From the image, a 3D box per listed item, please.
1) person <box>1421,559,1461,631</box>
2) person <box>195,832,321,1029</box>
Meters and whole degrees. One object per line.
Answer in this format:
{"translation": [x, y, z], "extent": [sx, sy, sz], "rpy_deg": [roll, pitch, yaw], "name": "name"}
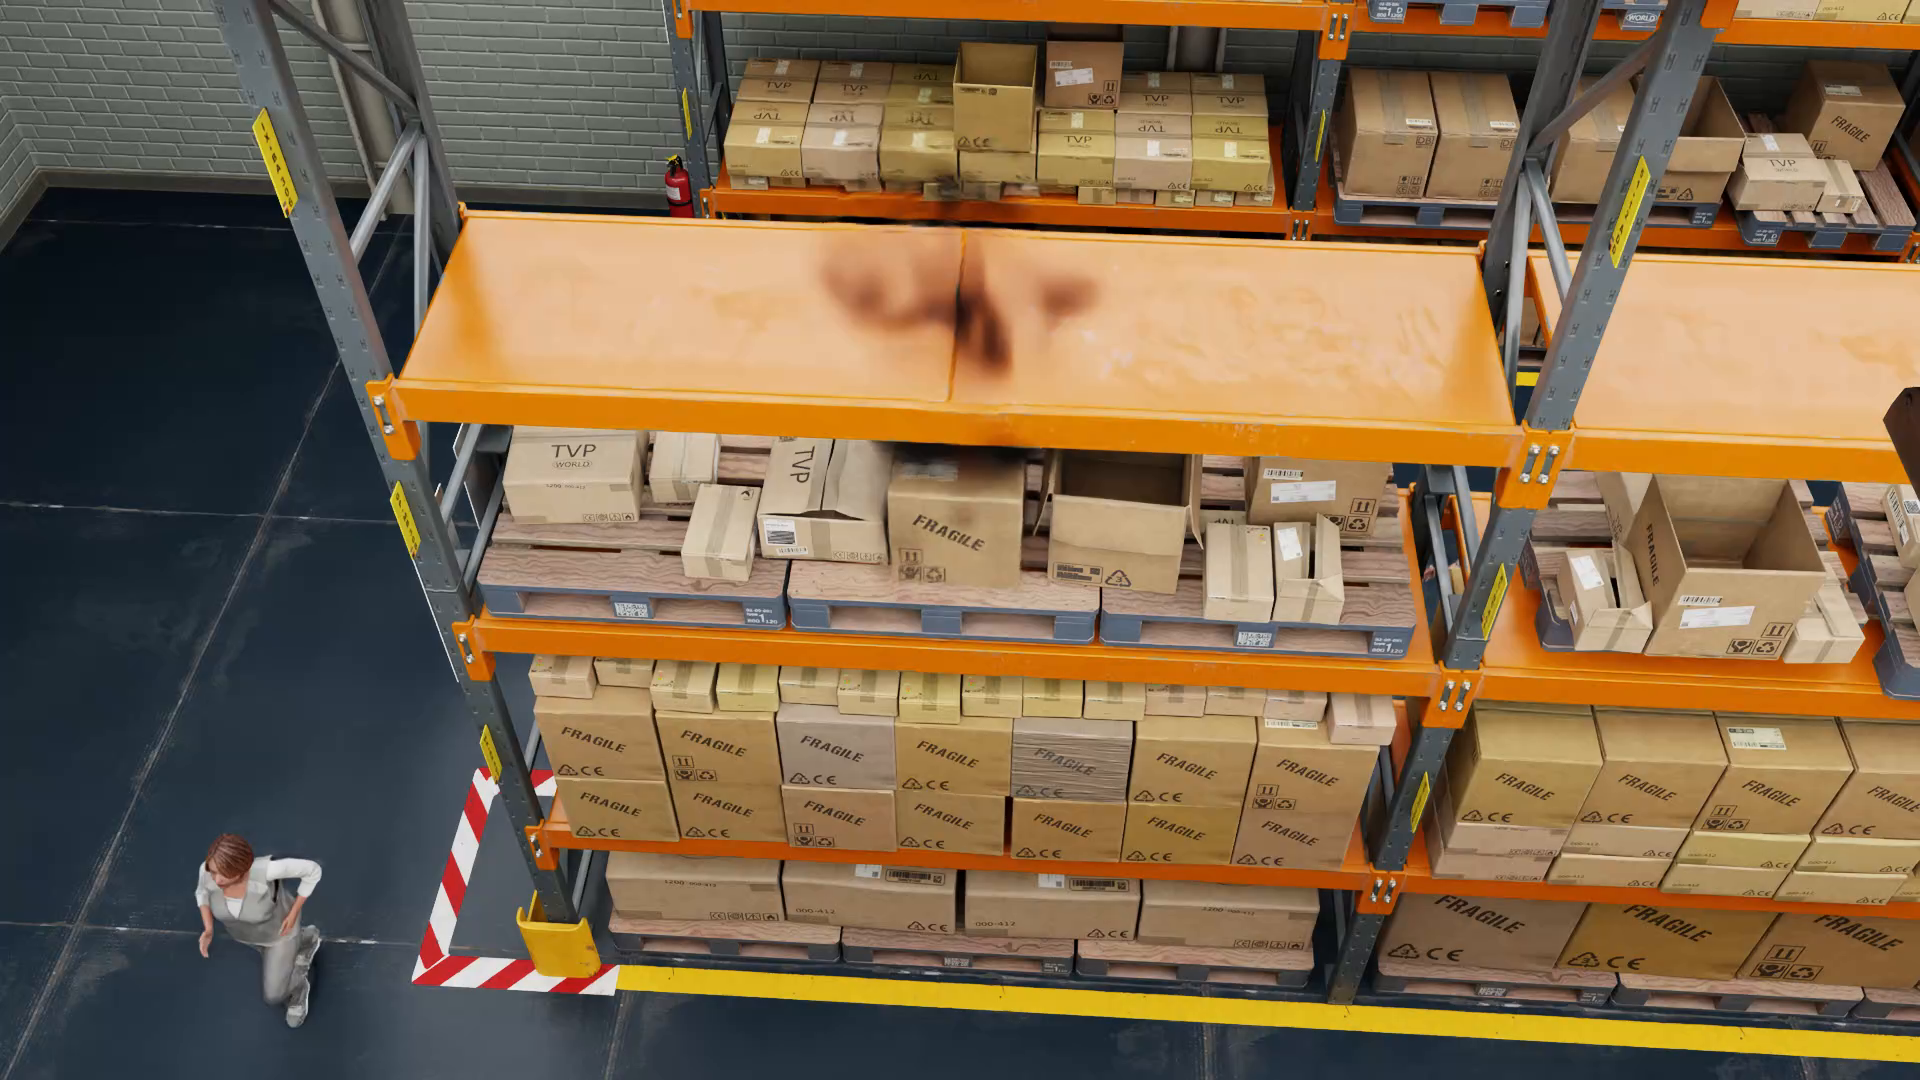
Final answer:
{"translation": [2.863, 0.406, 9.202], "extent": [0.622, 1.732, 0.659], "rpy_deg": [-1, 48, -1], "name": "person"}
{"translation": [-3.306, 1.871, 7.989], "extent": [0.537, 1.614, 0.671], "rpy_deg": [9, 48, 8], "name": "person"}
